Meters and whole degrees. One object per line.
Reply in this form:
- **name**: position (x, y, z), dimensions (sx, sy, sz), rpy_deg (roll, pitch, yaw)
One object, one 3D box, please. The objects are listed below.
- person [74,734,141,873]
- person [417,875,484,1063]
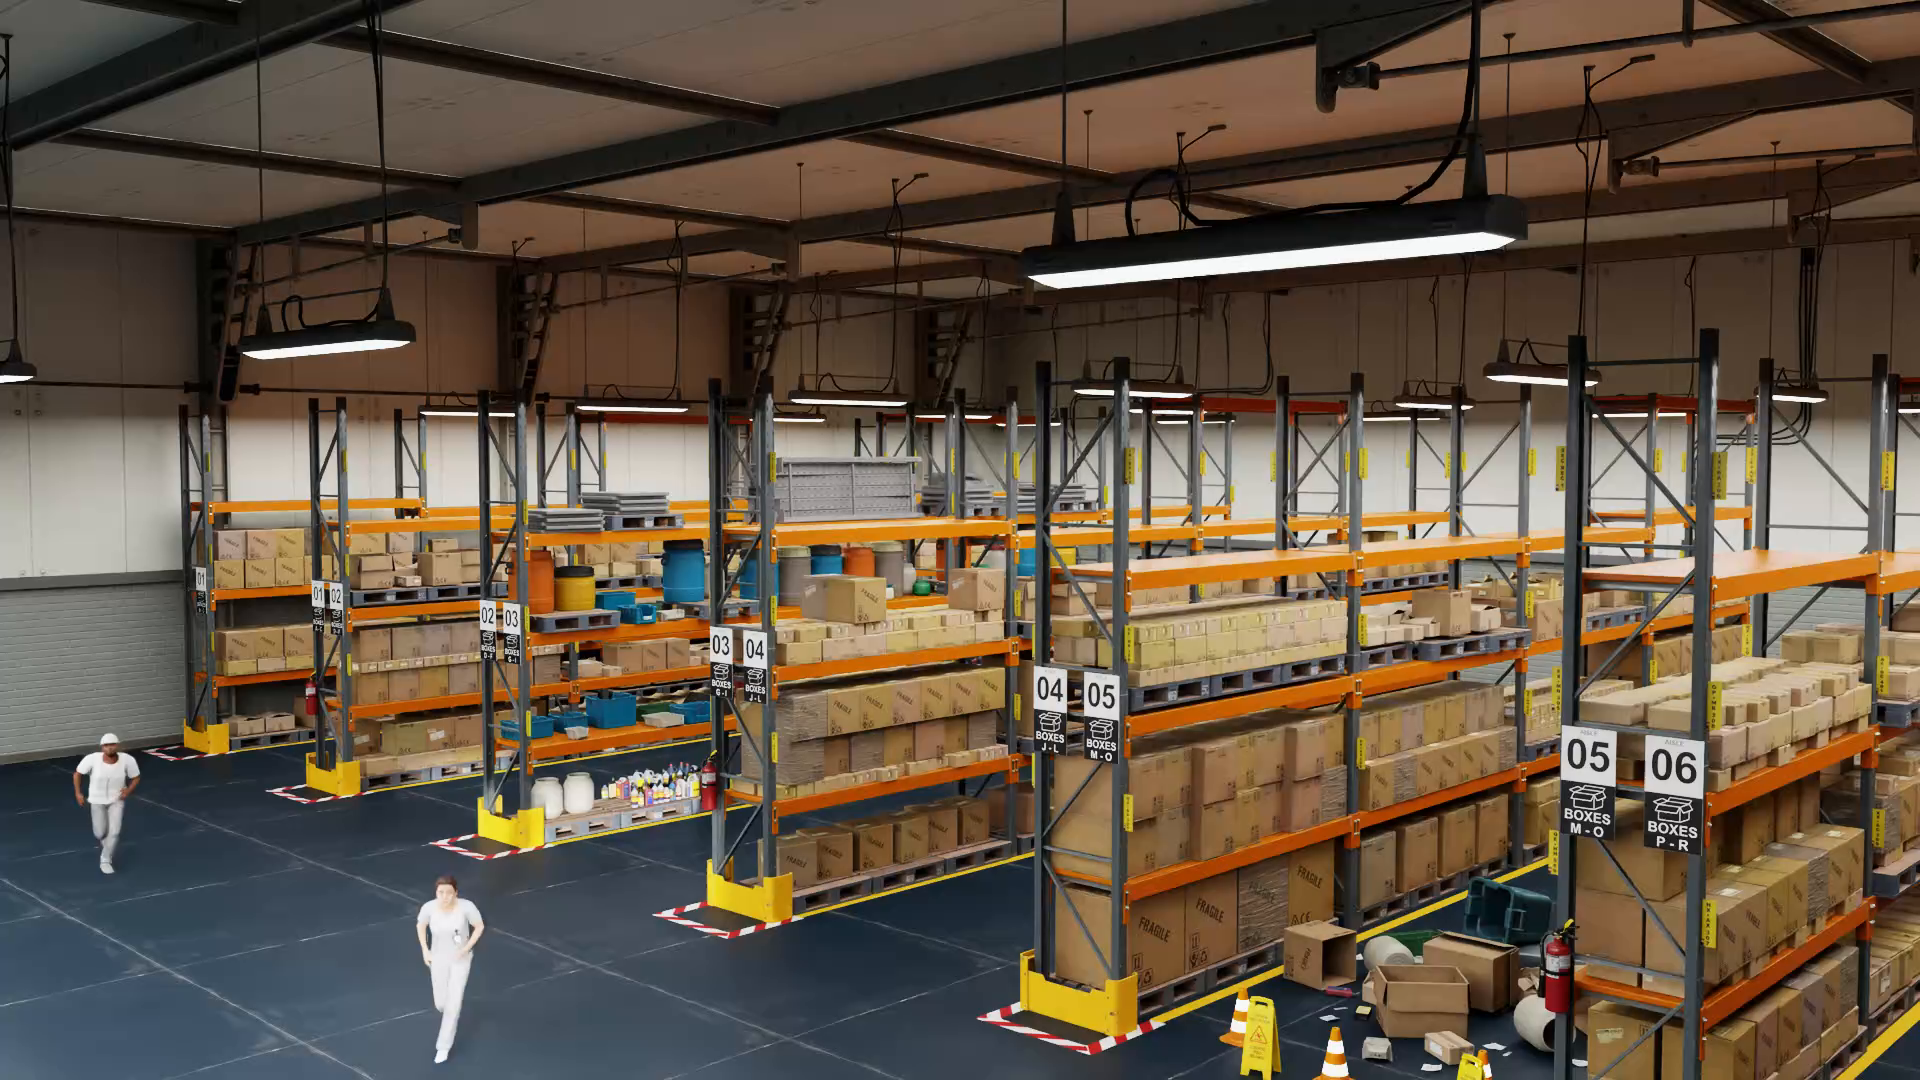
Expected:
- **person**: position (-10.579, 3.239, 20.647), dimensions (0.739, 1.718, 0.702), rpy_deg (-2, 3, -27)
- **person**: position (-4.386, 3.630, 14.357), dimensions (0.559, 1.612, 0.778), rpy_deg (-1, 3, -13)
